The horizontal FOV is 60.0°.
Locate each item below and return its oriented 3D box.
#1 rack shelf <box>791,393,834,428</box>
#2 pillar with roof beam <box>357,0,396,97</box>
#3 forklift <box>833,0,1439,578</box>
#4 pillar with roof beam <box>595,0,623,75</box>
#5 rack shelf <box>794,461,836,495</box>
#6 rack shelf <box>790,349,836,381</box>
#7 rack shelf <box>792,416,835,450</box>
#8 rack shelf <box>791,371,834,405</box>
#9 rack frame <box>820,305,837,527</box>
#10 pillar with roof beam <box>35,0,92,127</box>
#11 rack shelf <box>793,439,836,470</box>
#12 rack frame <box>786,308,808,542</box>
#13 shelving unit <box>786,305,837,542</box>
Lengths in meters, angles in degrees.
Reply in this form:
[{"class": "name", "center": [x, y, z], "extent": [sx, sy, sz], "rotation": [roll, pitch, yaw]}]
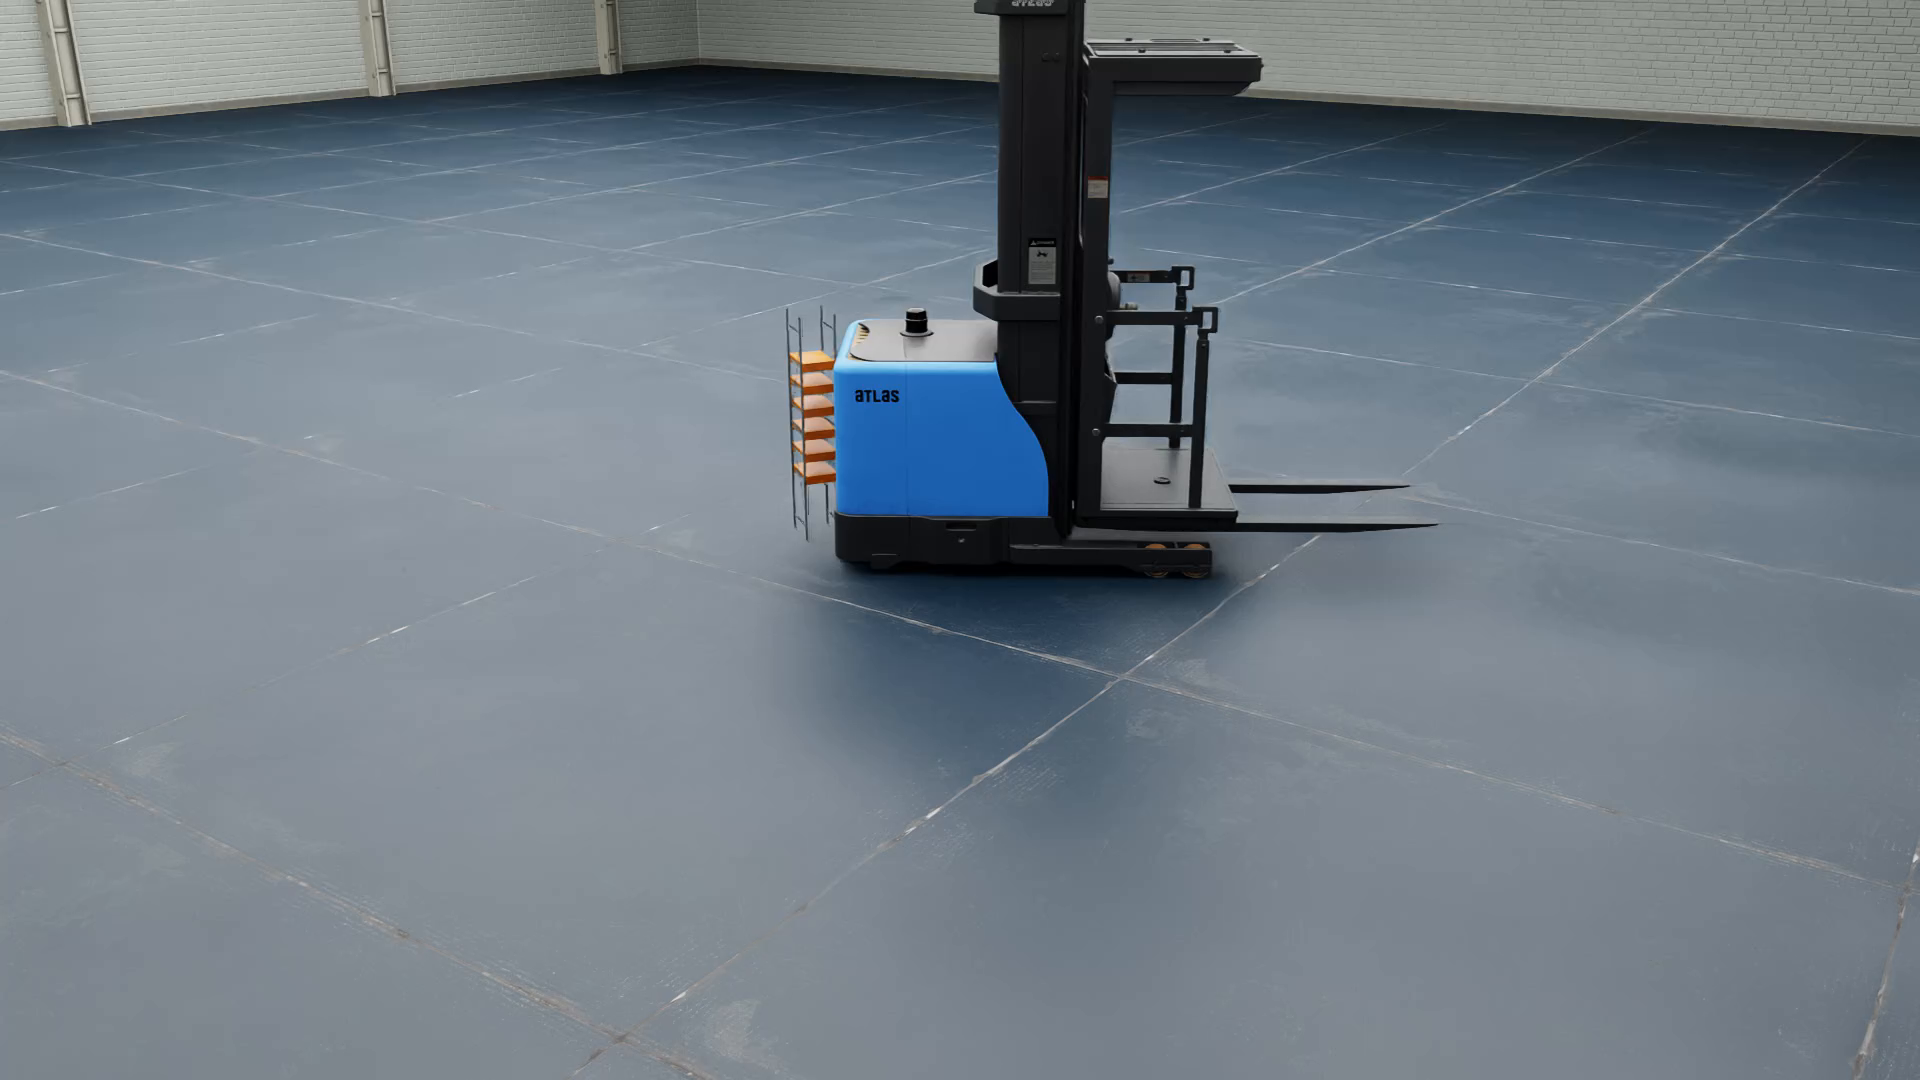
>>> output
[{"class": "rack shelf", "center": [-0.760, -0.673, 8.636], "extent": [0.180, 0.103, 0.258], "rotation": [-8, 22, -21]}, {"class": "pillar with roof beam", "center": [-7.420, -11.834, 27.787], "extent": [9.100, 9.000, 0.400], "rotation": [13, 24, 32]}, {"class": "forklift", "center": [0.897, -1.373, 8.251], "extent": [3.031, 2.935, 1.130], "rotation": [0, 20, 1]}, {"class": "pillar with roof beam", "center": [-4.047, -13.556, 32.441], "extent": [9.100, 9.000, 0.400], "rotation": [13, 24, 32]}, {"class": "rack shelf", "center": [-0.760, -0.335, 8.761], "extent": [0.180, 0.103, 0.258], "rotation": [-8, 22, -21]}, {"class": "rack shelf", "center": [-0.760, -0.898, 8.553], "extent": [0.180, 0.103, 0.258], "rotation": [-8, 22, -21]}, {"class": "rack shelf", "center": [-0.760, -0.560, 8.677], "extent": [0.180, 0.103, 0.258], "rotation": [-8, 22, -21]}, {"class": "rack shelf", "center": [-0.760, -0.785, 8.594], "extent": [0.180, 0.103, 0.258], "rotation": [-8, 22, -21]}, {"class": "rack frame", "center": [-0.675, -0.614, 8.694], "extent": [0.006, 1.200, 0.240], "rotation": [-8, 22, -21]}, {"class": "pillar with roof beam", "center": [-10.792, -10.113, 23.133], "extent": [9.100, 9.000, 0.400], "rotation": [13, 24, 32]}, {"class": "rack shelf", "center": [-0.760, -0.447, 8.719], "extent": [0.180, 0.103, 0.258], "rotation": [-8, 22, -21]}, {"class": "rack frame", "center": [-0.845, -0.590, 8.630], "extent": [0.006, 1.200, 0.240], "rotation": [-8, 22, -21]}, {"class": "shelving unit", "center": [-0.760, -0.602, 8.662], "extent": [0.189, 1.200, 0.258], "rotation": [-8, 22, -21]}]
